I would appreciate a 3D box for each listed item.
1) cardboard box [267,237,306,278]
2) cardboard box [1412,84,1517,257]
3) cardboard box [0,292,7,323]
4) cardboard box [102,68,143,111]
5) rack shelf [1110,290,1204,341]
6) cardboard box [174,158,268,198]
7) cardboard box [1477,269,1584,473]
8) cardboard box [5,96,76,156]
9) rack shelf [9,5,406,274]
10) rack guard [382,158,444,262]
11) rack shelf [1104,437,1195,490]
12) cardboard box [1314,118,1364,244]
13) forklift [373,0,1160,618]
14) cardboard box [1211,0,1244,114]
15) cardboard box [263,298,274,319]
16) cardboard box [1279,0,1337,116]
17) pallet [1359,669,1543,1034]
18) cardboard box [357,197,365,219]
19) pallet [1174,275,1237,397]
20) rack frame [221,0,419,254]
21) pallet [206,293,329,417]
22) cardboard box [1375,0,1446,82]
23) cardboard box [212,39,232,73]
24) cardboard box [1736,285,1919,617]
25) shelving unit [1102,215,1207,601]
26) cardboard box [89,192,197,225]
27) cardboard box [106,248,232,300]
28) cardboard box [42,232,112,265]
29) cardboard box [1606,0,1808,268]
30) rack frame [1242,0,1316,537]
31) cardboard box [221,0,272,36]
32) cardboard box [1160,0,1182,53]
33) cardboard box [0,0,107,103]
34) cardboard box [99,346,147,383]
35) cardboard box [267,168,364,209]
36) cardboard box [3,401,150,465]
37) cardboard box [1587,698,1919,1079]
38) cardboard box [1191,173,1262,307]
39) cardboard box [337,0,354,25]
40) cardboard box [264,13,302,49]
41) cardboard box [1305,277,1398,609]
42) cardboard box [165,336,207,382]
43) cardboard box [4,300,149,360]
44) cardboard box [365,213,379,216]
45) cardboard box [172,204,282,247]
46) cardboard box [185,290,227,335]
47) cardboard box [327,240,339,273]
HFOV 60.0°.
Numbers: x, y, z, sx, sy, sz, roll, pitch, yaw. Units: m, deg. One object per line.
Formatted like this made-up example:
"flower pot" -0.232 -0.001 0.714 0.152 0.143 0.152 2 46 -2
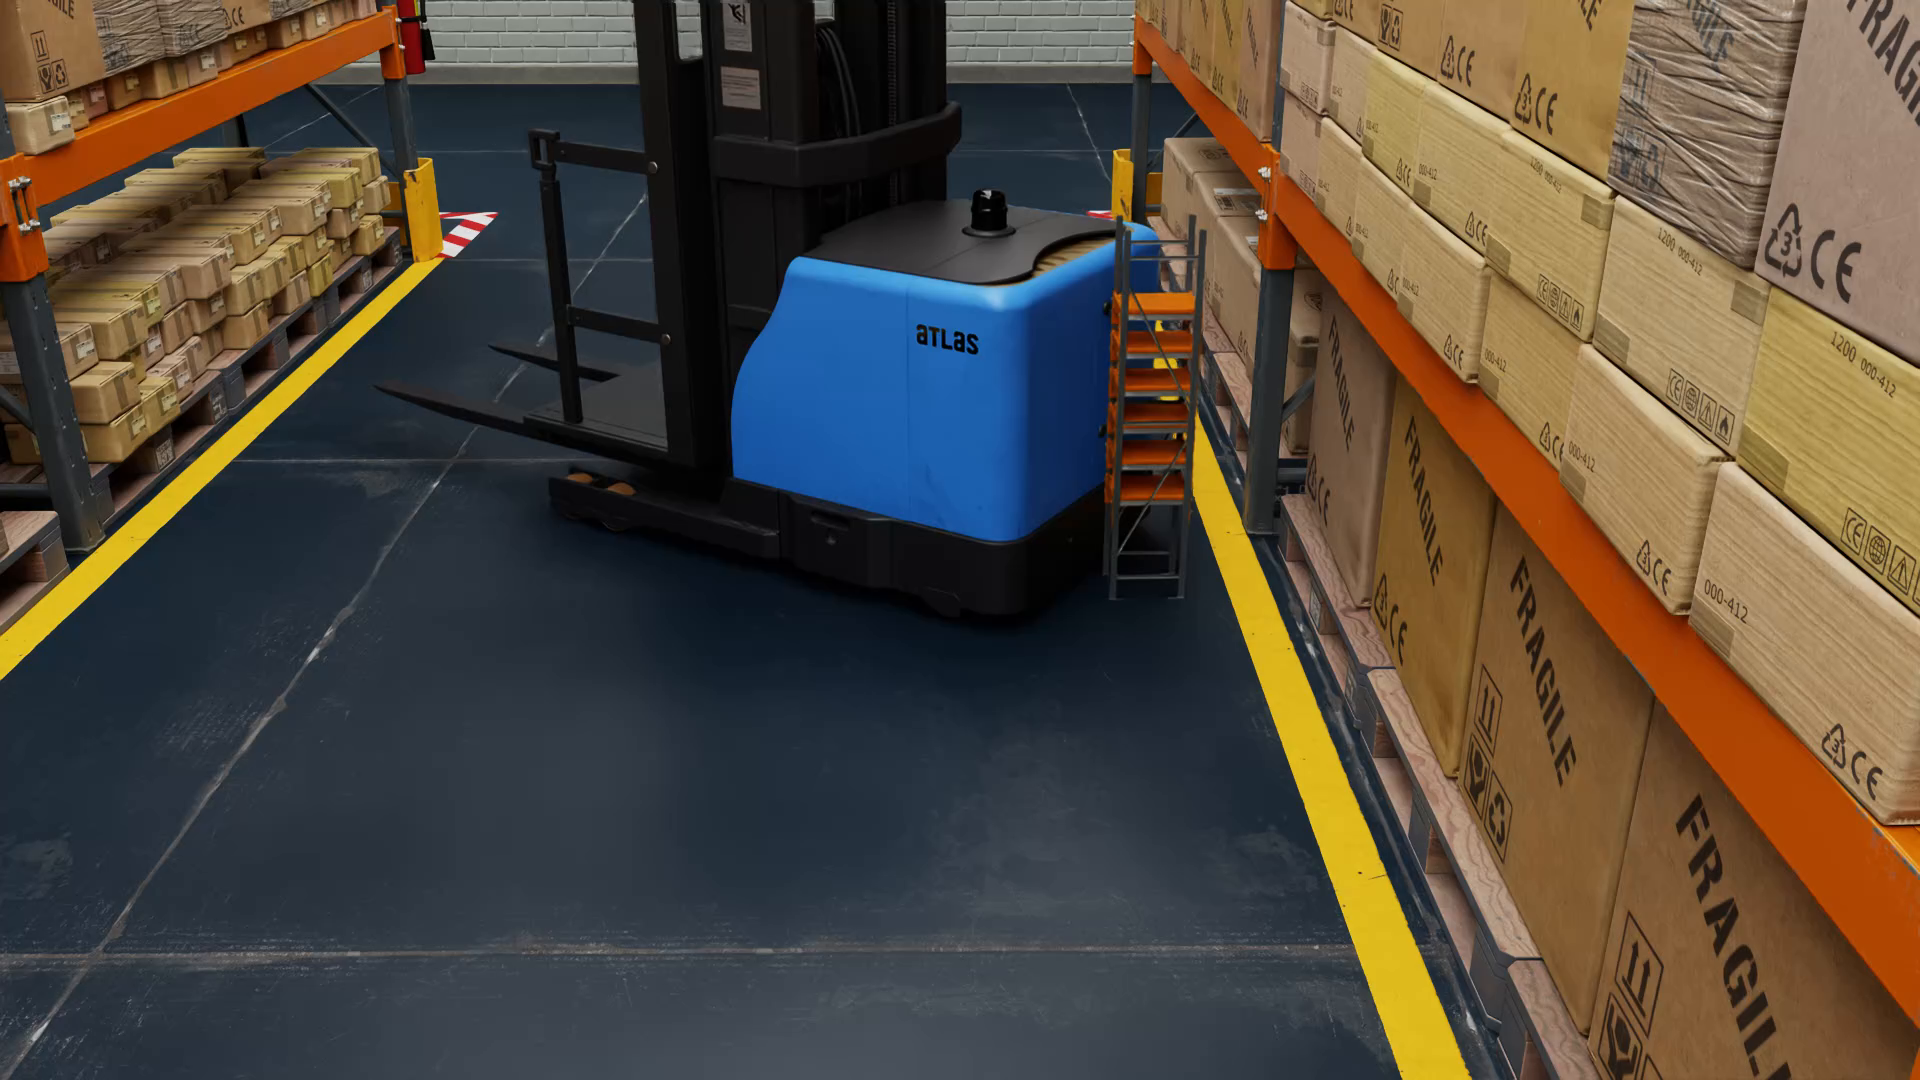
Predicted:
"cardboard box" -3.194 -1.267 7.501 0.380 0.149 0.250 1 24 2
"cardboard box" 1.240 -0.750 3.344 0.500 0.250 0.500 -1 24 -2
"cardboard box" -3.768 -0.857 6.233 0.380 0.149 0.250 0 24 -1
"cardboard box" -3.257 -1.672 6.112 0.380 0.149 0.250 -1 24 -3
"rack shelf" 0.594 -0.679 5.030 0.258 0.103 0.180 -1 24 -2
"cardboard box" -3.706 -1.822 8.366 0.380 0.149 0.250 0 24 0
"cardboard box" 1.265 -0.313 2.984 0.500 0.250 0.500 0 24 -1
"cardboard box" -3.127 -1.344 5.387 0.380 0.149 0.250 1 24 1
"rack shelf" -3.473 -1.837 7.045 1.077 0.370 4.000 0 24 -1
"rack guard" -3.494 -1.819 9.164 1.175 0.500 0.348 0 24 -1
"rack shelf" 0.594 -0.242 5.228 0.258 0.103 0.180 -1 24 -2
"cardboard box" 1.245 -0.940 4.371 0.500 0.250 0.500 -1 24 -2
"forklift" -0.858 -1.535 5.587 3.031 2.935 1.130 14 28 29
"cardboard box" 1.226 -1.852 6.083 0.500 0.500 0.500 -1 24 -2
"cardboard box" -3.268 -1.027 7.330 0.380 0.149 0.250 0 24 1
"cardboard box" 1.220 -1.381 4.740 0.500 0.250 0.500 -1 24 -2
"pallet" 1.597 0.688 3.973 1.003 0.211 1.213 0 24 -1
"cardboard box" -3.255 -1.693 8.441 0.380 0.149 0.250 -1 24 -2
"pallet" 1.551 -0.952 7.598 1.003 0.211 1.213 0 24 -1
"rack frame" -3.495 -2.989 8.718 1.000 3.000 0.127 0 24 -1
"pallet" -3.510 -0.851 7.375 1.003 0.211 1.213 0 24 -1
"cardboard box" 1.251 -1.307 3.665 0.500 0.500 0.500 -1 24 -2
"cardboard box" -3.240 -1.997 6.830 0.380 0.149 0.250 1 24 1
"cardboard box" 1.282 -0.114 1.938 0.500 0.250 0.500 0 24 -1
"shelving unit" 0.594 -0.392 5.160 0.258 1.200 0.189 -1 24 -2
"cardboard box" -3.752 -1.501 7.657 0.380 0.149 0.250 1 24 2
"cardboard box" -3.190 -1.077 6.720 0.380 0.149 0.250 0 24 1
"cardboard box" -3.803 -1.187 6.962 0.380 0.149 0.250 -1 24 -2
"cardboard box" 1.260 -0.681 2.280 0.500 0.500 0.500 0 24 0
"rack frame" 1.497 -1.404 5.215 1.000 3.000 0.127 0 24 -1
"cardboard box" -3.222 -2.359 6.844 0.500 0.500 0.500 1 24 2
"cardboard box" 1.193 -2.481 7.475 0.500 0.500 0.500 0 24 -1
"cardboard box" -3.205 -1.727 5.446 0.500 0.500 0.500 -1 24 -2
"cardboard box" -3.228 -0.623 6.077 0.380 0.149 0.250 0 24 0
"cardboard box" -3.161 -1.725 8.153 0.380 0.149 0.250 -1 24 -2
"cardboard box" -3.134 -0.384 5.910 0.380 0.149 0.250 -1 24 -3
"cardboard box" 1.616 0.736 2.552 0.875 0.875 0.875 0 24 -1
"cardboard box" 1.579 -1.428 7.867 0.875 0.438 0.875 0 24 1
"cardboard box" -3.244 -2.639 8.249 0.380 0.149 0.250 0 24 -1
"cardboard box" -3.226 -2.322 7.548 0.380 0.149 0.250 -1 24 -3
"cardboard box" 1.584 -0.373 5.003 0.875 0.875 0.875 0 24 1
"cardboard box" -3.244 -0.701 6.609 0.380 0.149 0.250 -1 24 -2
"cardboard box" -3.192 -0.761 6.020 0.380 0.149 0.250 1 24 2
"cardboard box" -3.281 -1.665 8.742 0.380 0.149 0.250 0 24 0
"cardboard box" -3.271 -1.399 7.431 0.380 0.149 0.250 -1 24 -2
"cardboard box" -3.246 -0.948 6.795 0.380 0.149 0.250 1 24 2
"cardboard box" -3.244 -1.349 8.042 0.380 0.149 0.250 0 24 0
